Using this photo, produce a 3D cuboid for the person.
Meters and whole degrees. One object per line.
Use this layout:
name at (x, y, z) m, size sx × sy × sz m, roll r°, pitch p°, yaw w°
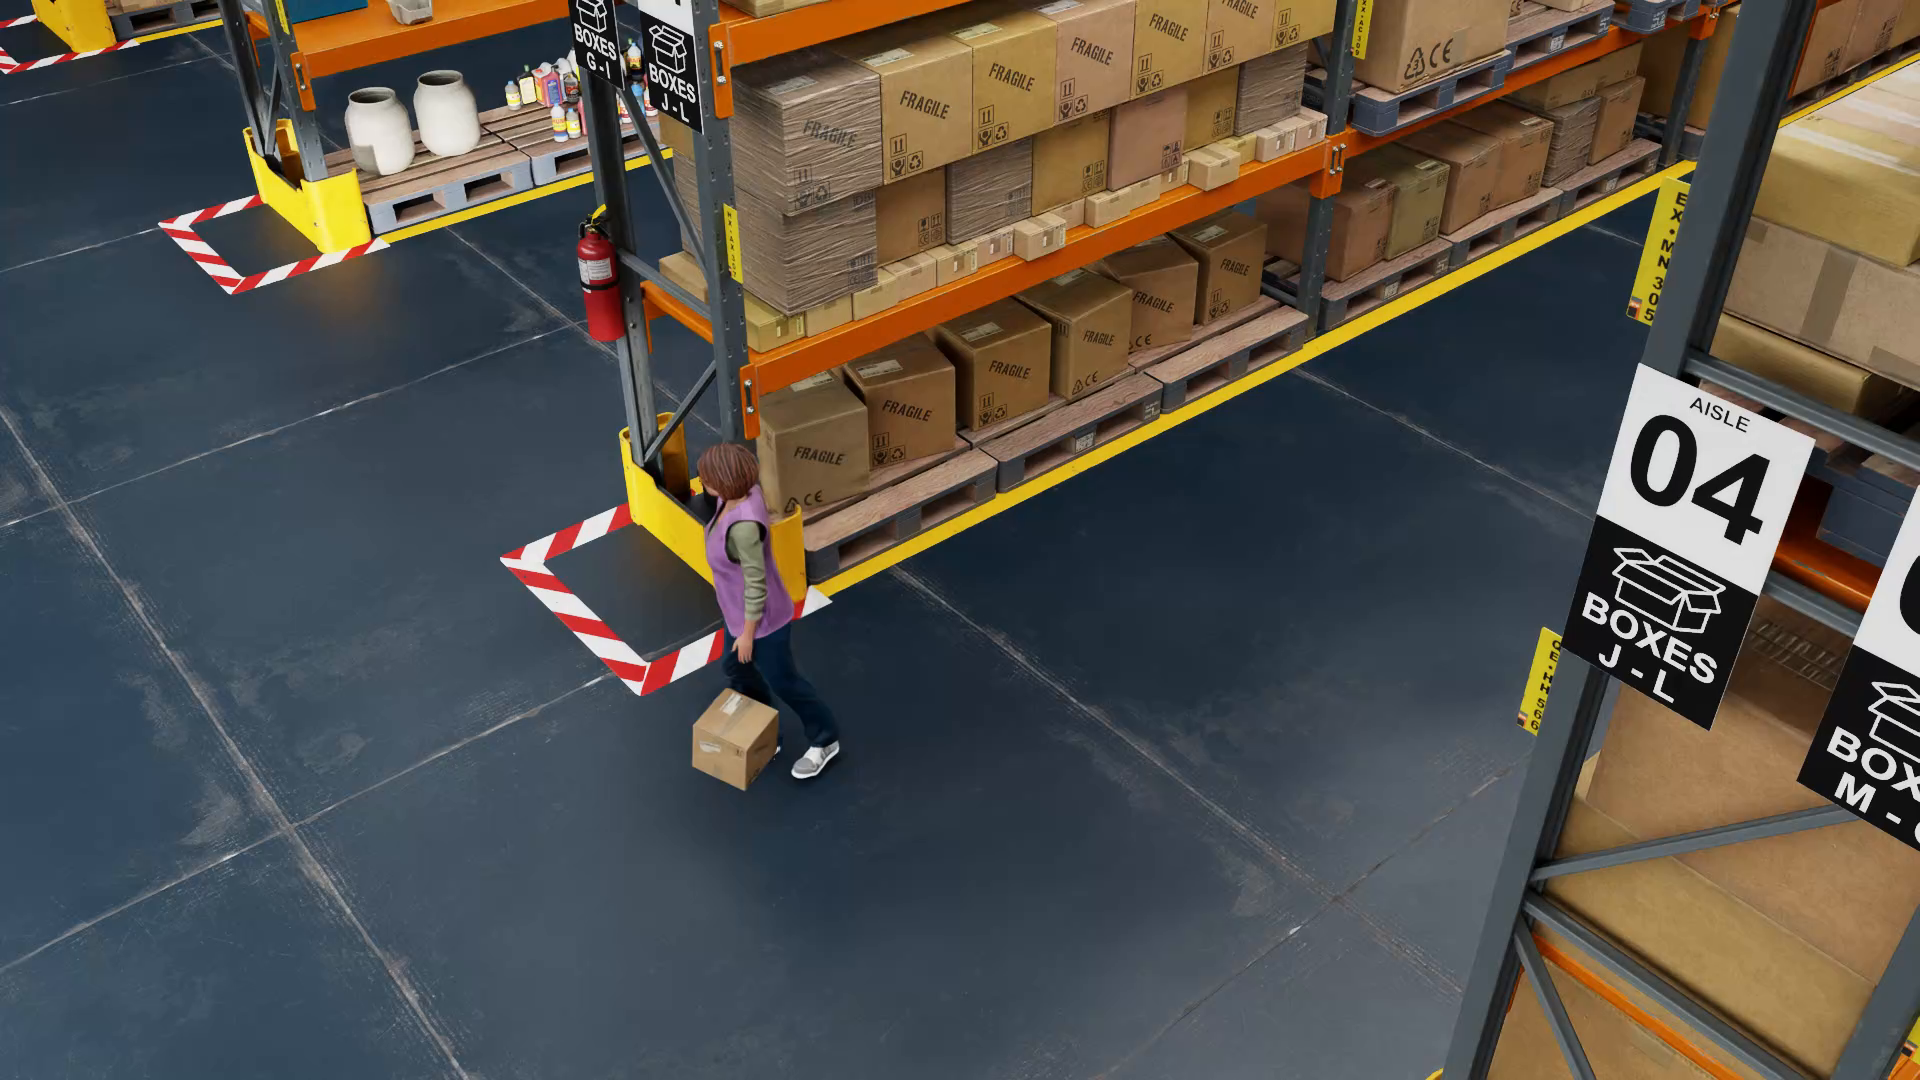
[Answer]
person at (-0.776, 0.284, 6.699) m, size 0.521 × 1.586 × 0.442 m, roll -9°, pitch 37°, yaw -11°
